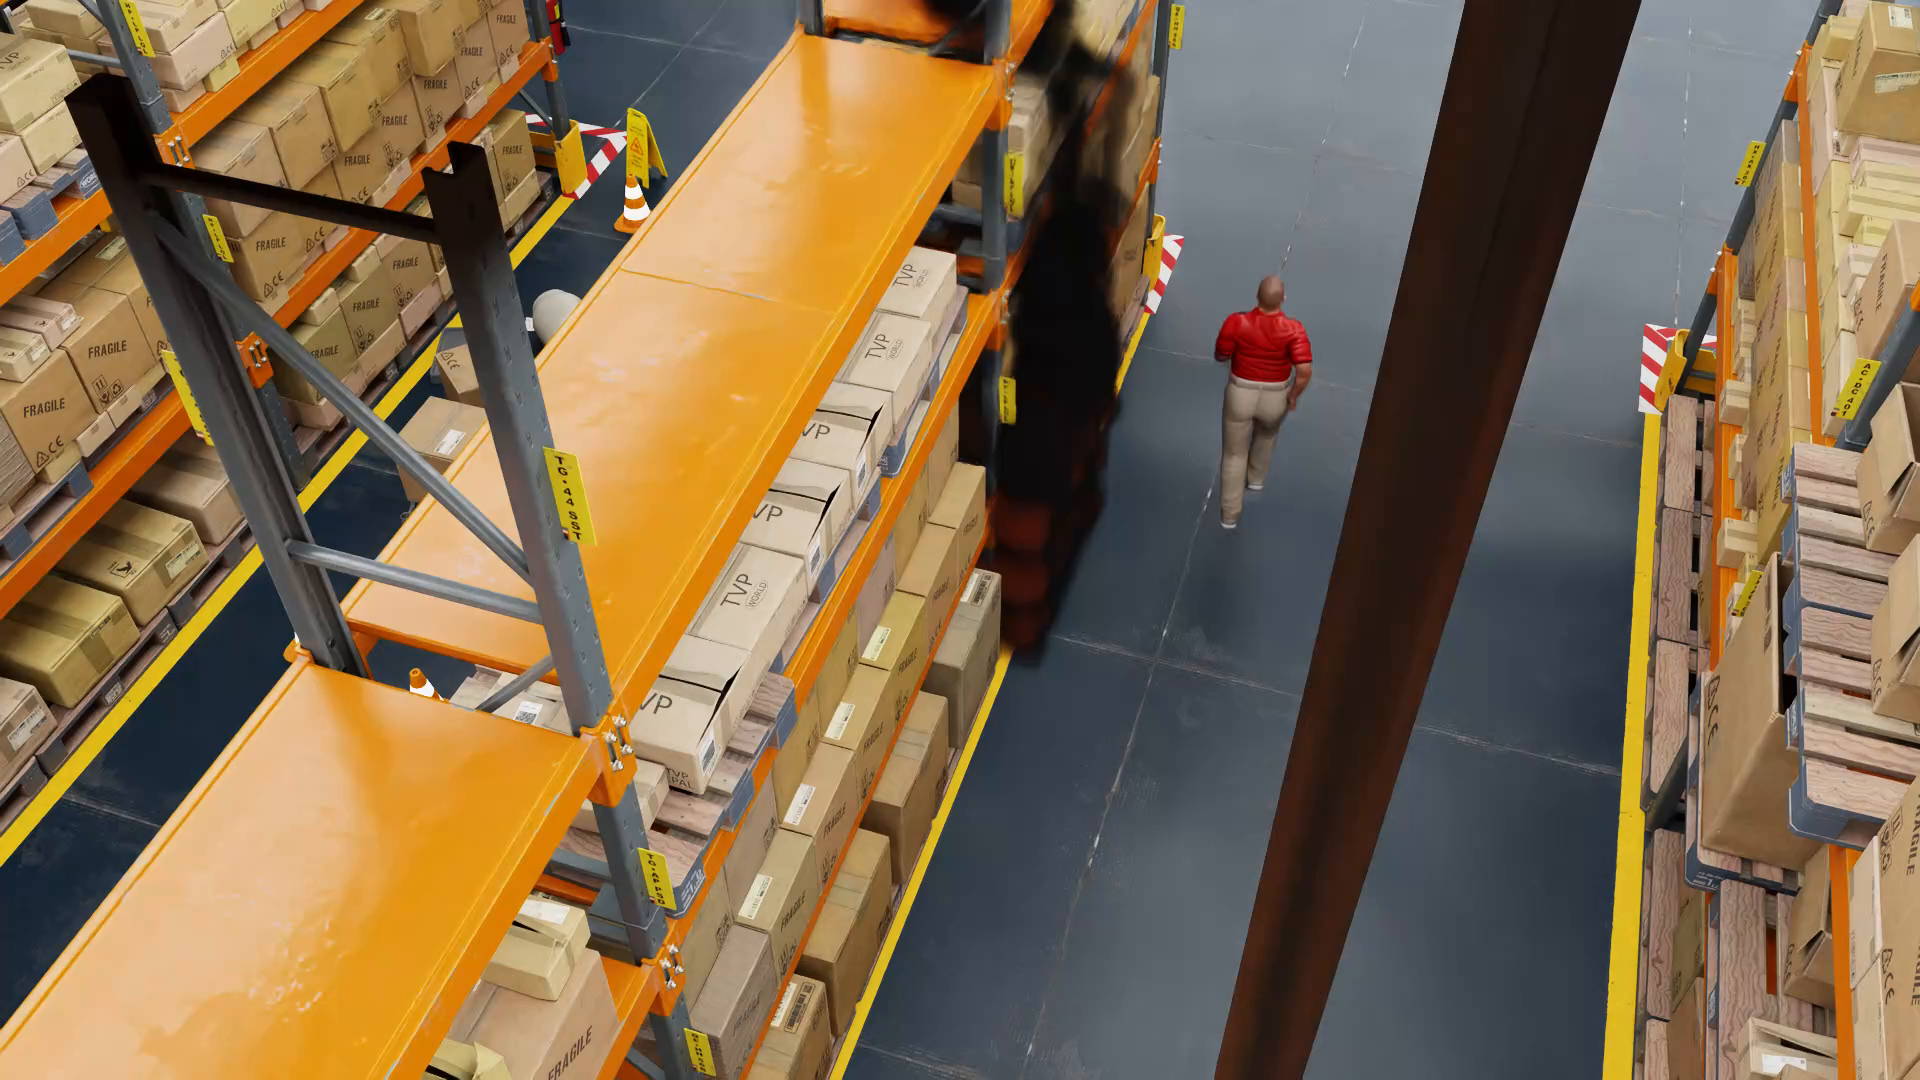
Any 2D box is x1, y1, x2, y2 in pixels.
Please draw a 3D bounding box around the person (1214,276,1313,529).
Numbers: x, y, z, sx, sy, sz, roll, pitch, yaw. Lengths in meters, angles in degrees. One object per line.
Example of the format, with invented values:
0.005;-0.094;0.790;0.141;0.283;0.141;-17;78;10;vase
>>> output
1.843;-0.859;10.443;0.573;1.848;0.840;4;46;4;person
